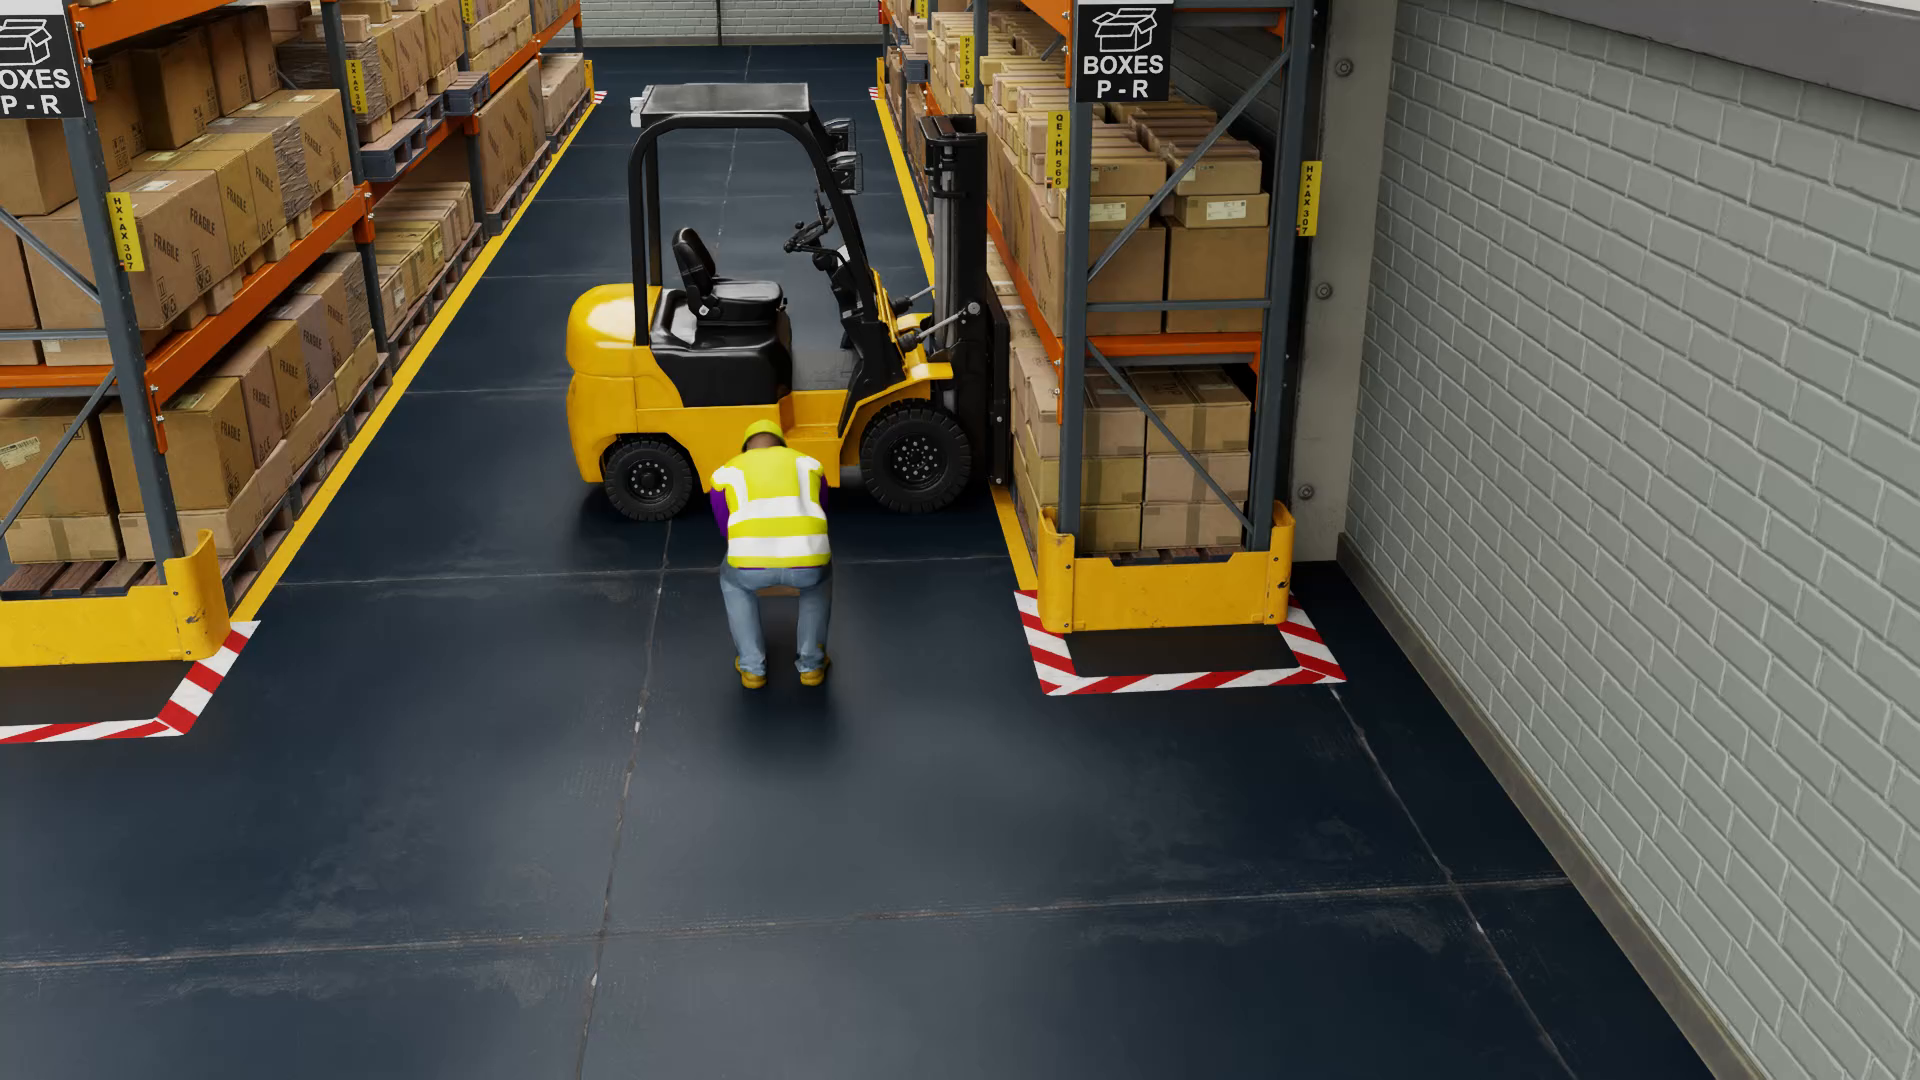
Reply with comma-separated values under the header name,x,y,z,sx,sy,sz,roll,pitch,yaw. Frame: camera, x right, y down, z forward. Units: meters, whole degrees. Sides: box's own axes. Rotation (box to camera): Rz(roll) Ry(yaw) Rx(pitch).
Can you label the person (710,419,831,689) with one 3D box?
name,x,y,z,sx,sy,sz,roll,pitch,yaw
person,-0.834,0.068,7.363,0.504,1.009,0.952,-3,24,-7
